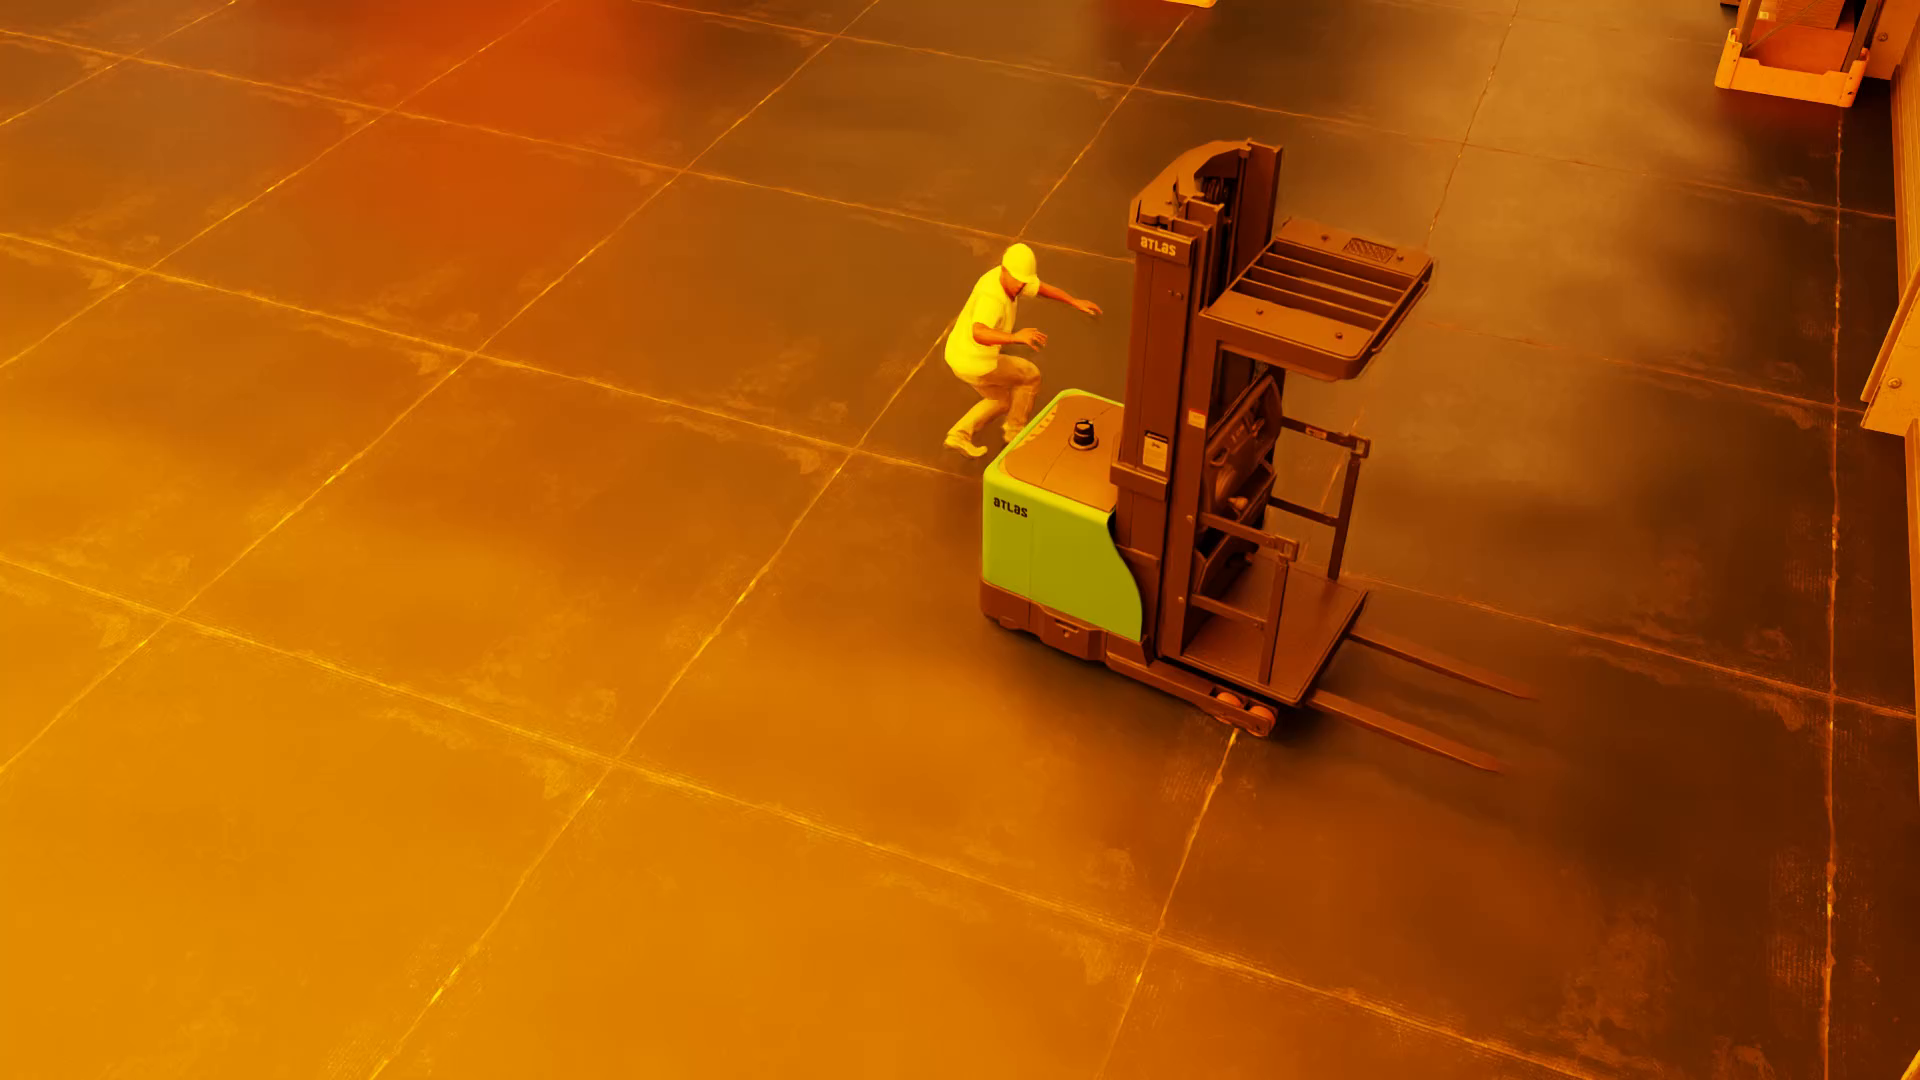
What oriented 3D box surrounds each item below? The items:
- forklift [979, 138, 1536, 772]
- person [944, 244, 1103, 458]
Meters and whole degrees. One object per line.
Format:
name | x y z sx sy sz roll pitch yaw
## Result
forklift | 1.640 -0.450 8.544 3.031 2.935 1.130 21 44 23
person | 0.431 -1.155 10.521 1.139 1.498 0.880 -10 41 -12
